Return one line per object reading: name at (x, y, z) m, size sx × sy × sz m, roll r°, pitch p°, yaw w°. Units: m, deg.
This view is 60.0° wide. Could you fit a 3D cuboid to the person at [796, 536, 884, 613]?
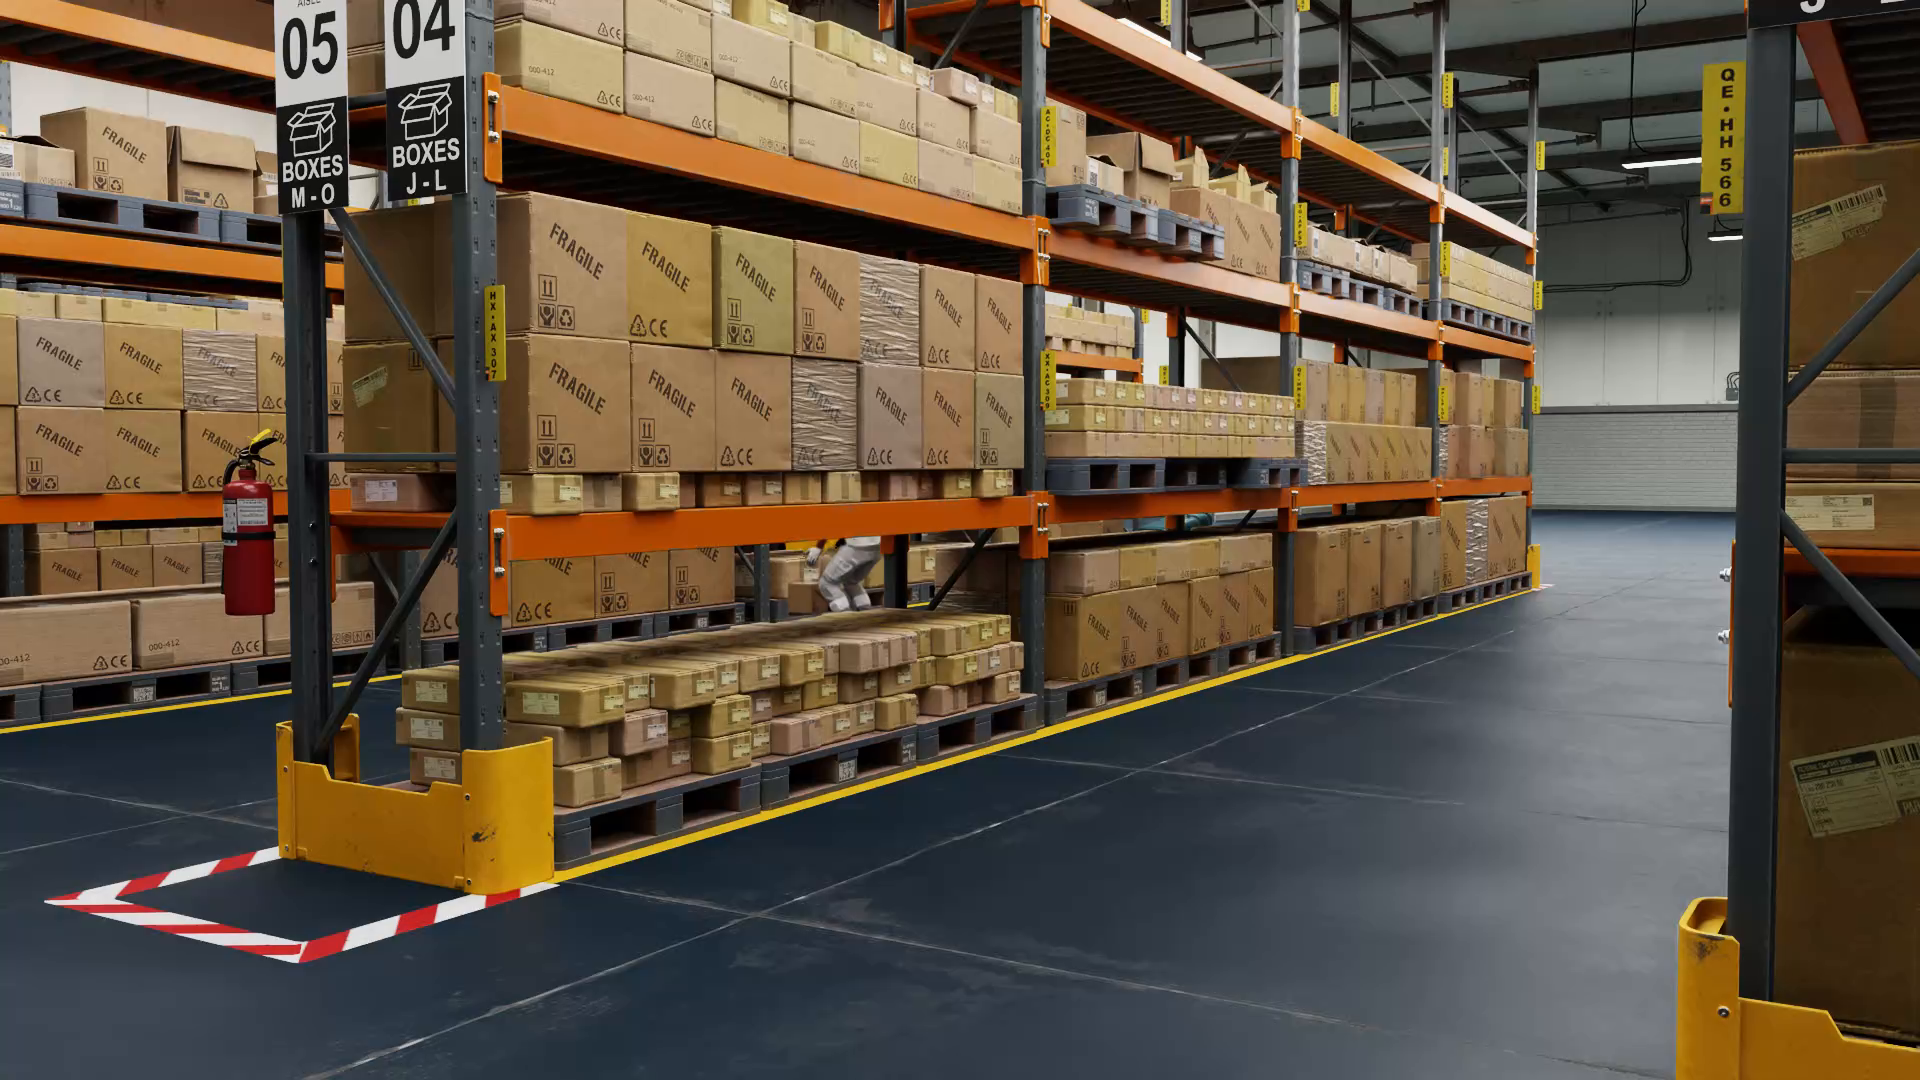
person at (-0.982, 0.167, 13.957) m, size 0.805 × 1.324 × 0.584 m, roll 2°, pitch 3°, yaw 31°
